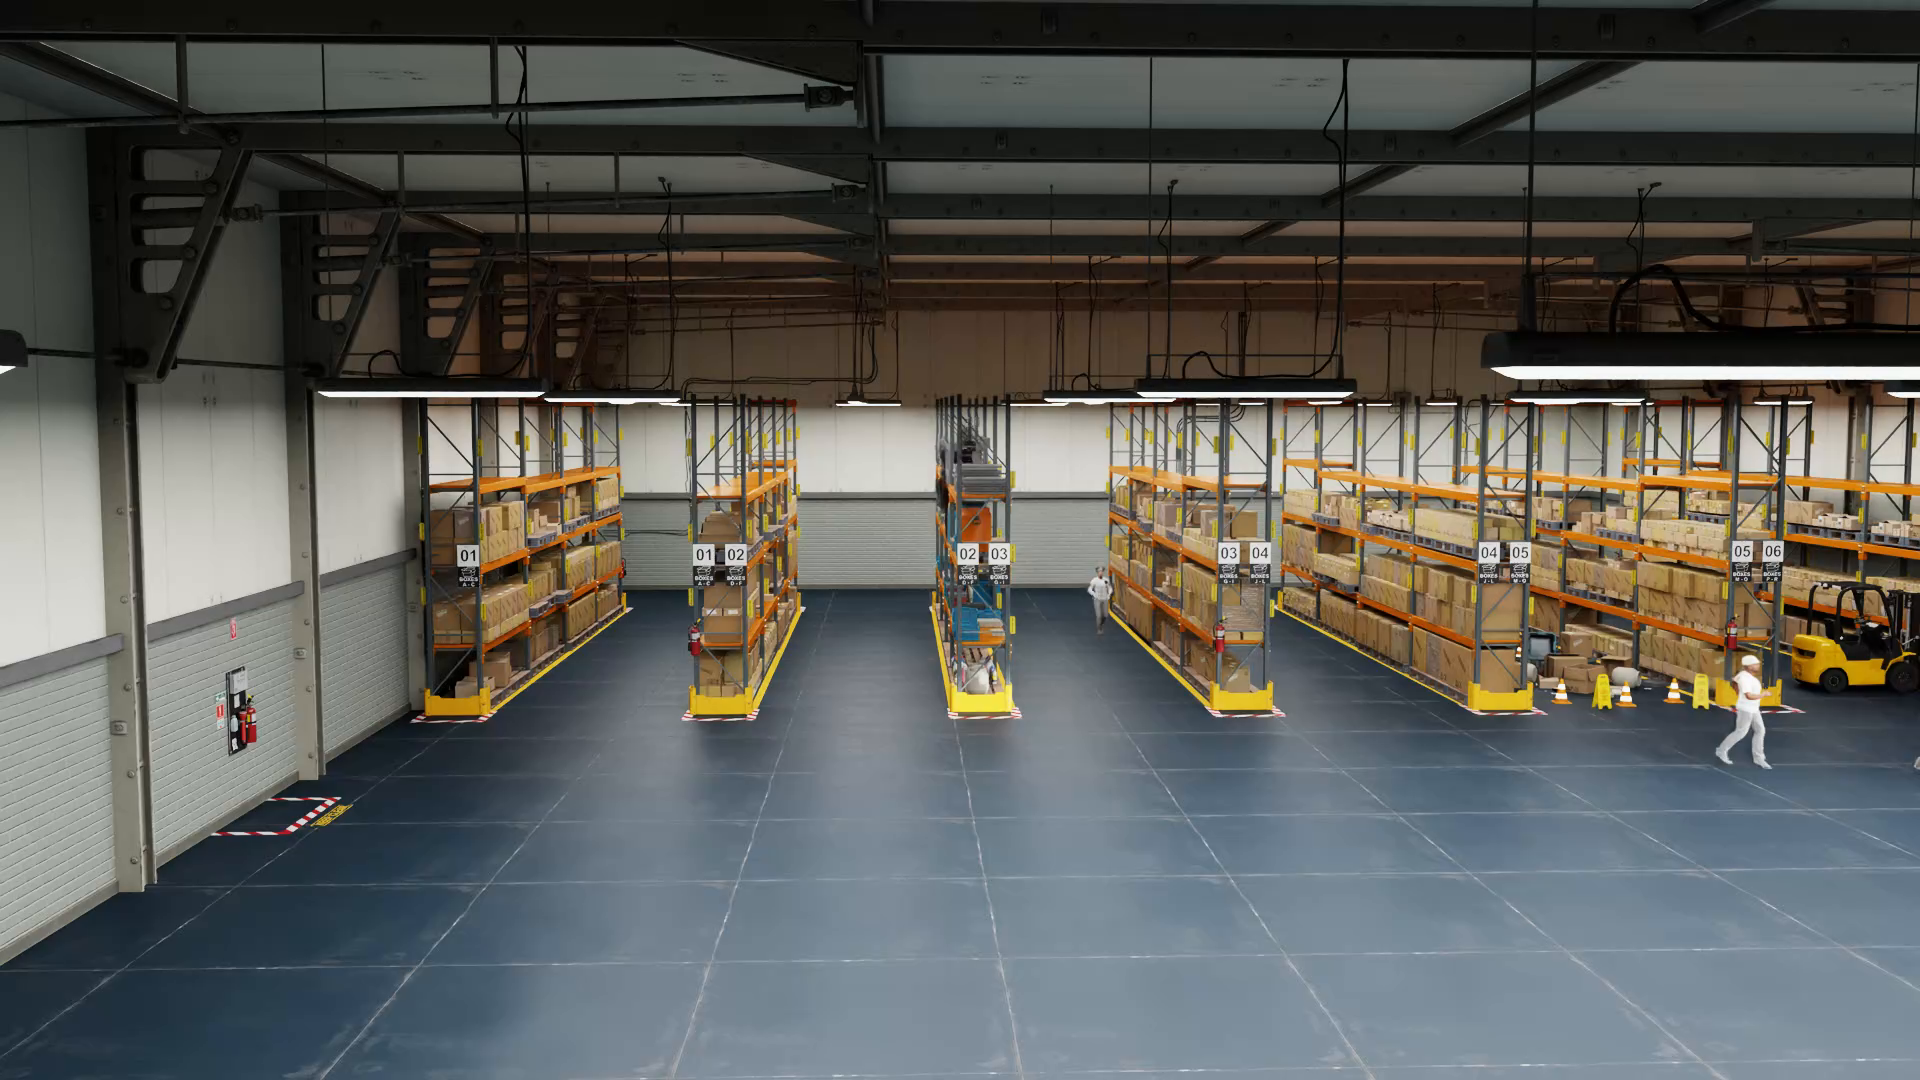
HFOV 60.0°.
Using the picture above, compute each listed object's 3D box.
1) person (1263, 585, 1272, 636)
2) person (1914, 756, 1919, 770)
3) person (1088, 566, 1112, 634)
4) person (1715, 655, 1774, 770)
[{"bbox_3d":[7.608,1.558,41.970,0.656,1.722,0.603,-1,5,-12],"label":"person"},{"bbox_3d":[15.283,2.852,25.833,0.641,1.759,0.790,-4,6,-41],"label":"person"},{"bbox_3d":[3.405,1.453,40.177,0.611,1.656,0.529,0,5,-4],"label":"person"},{"bbox_3d":[12.524,2.743,26.516,0.833,1.820,0.703,3,6,36],"label":"person"}]
